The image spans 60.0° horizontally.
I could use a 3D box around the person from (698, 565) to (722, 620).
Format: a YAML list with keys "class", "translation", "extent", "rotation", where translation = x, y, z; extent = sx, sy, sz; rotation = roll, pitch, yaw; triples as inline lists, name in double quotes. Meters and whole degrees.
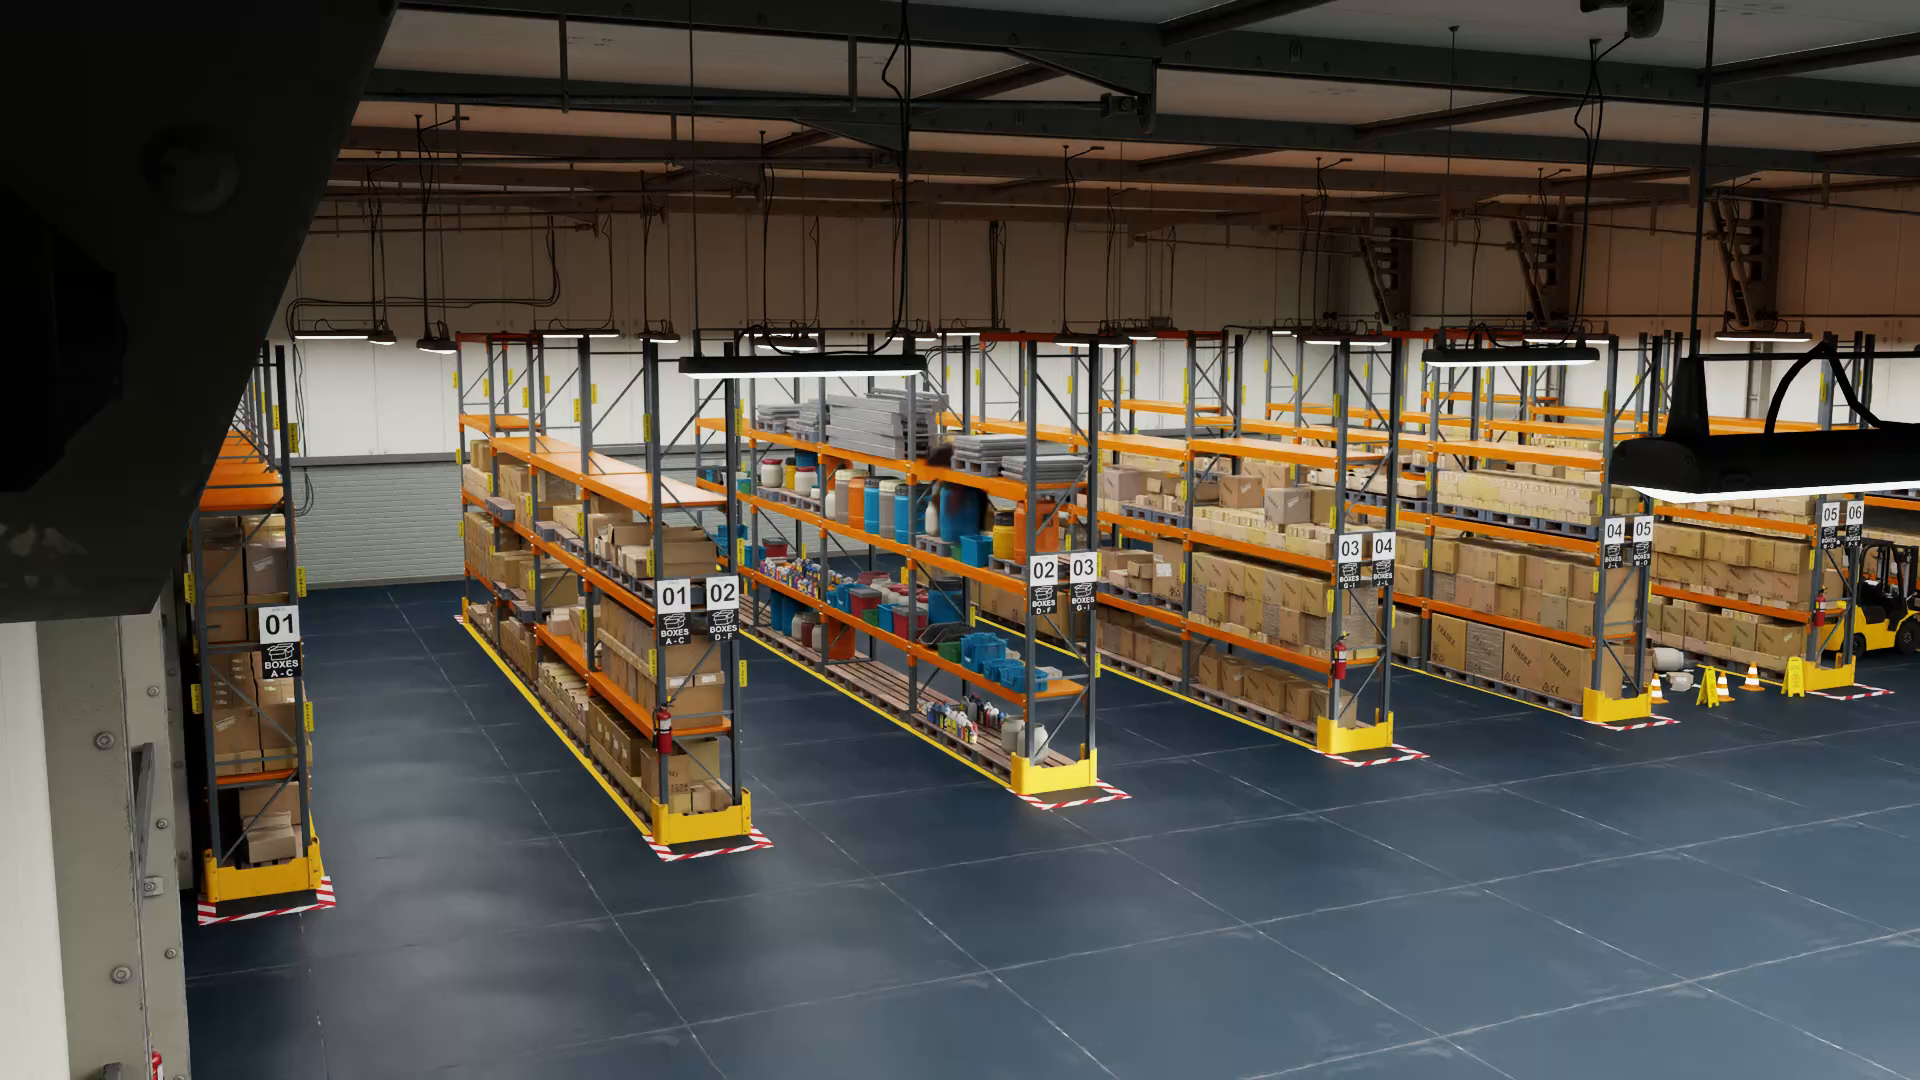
- class: "person"
  translation: [-4.537, 1.336, 30.887]
  extent: [0.660, 1.770, 0.953]
  rotation: [-3, 8, -23]

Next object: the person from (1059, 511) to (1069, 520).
- class: "person"
  translation: [2.703, -0.245, 42.669]
  extent: [0.884, 1.637, 0.460]
  rotation: [-5, 9, -33]
